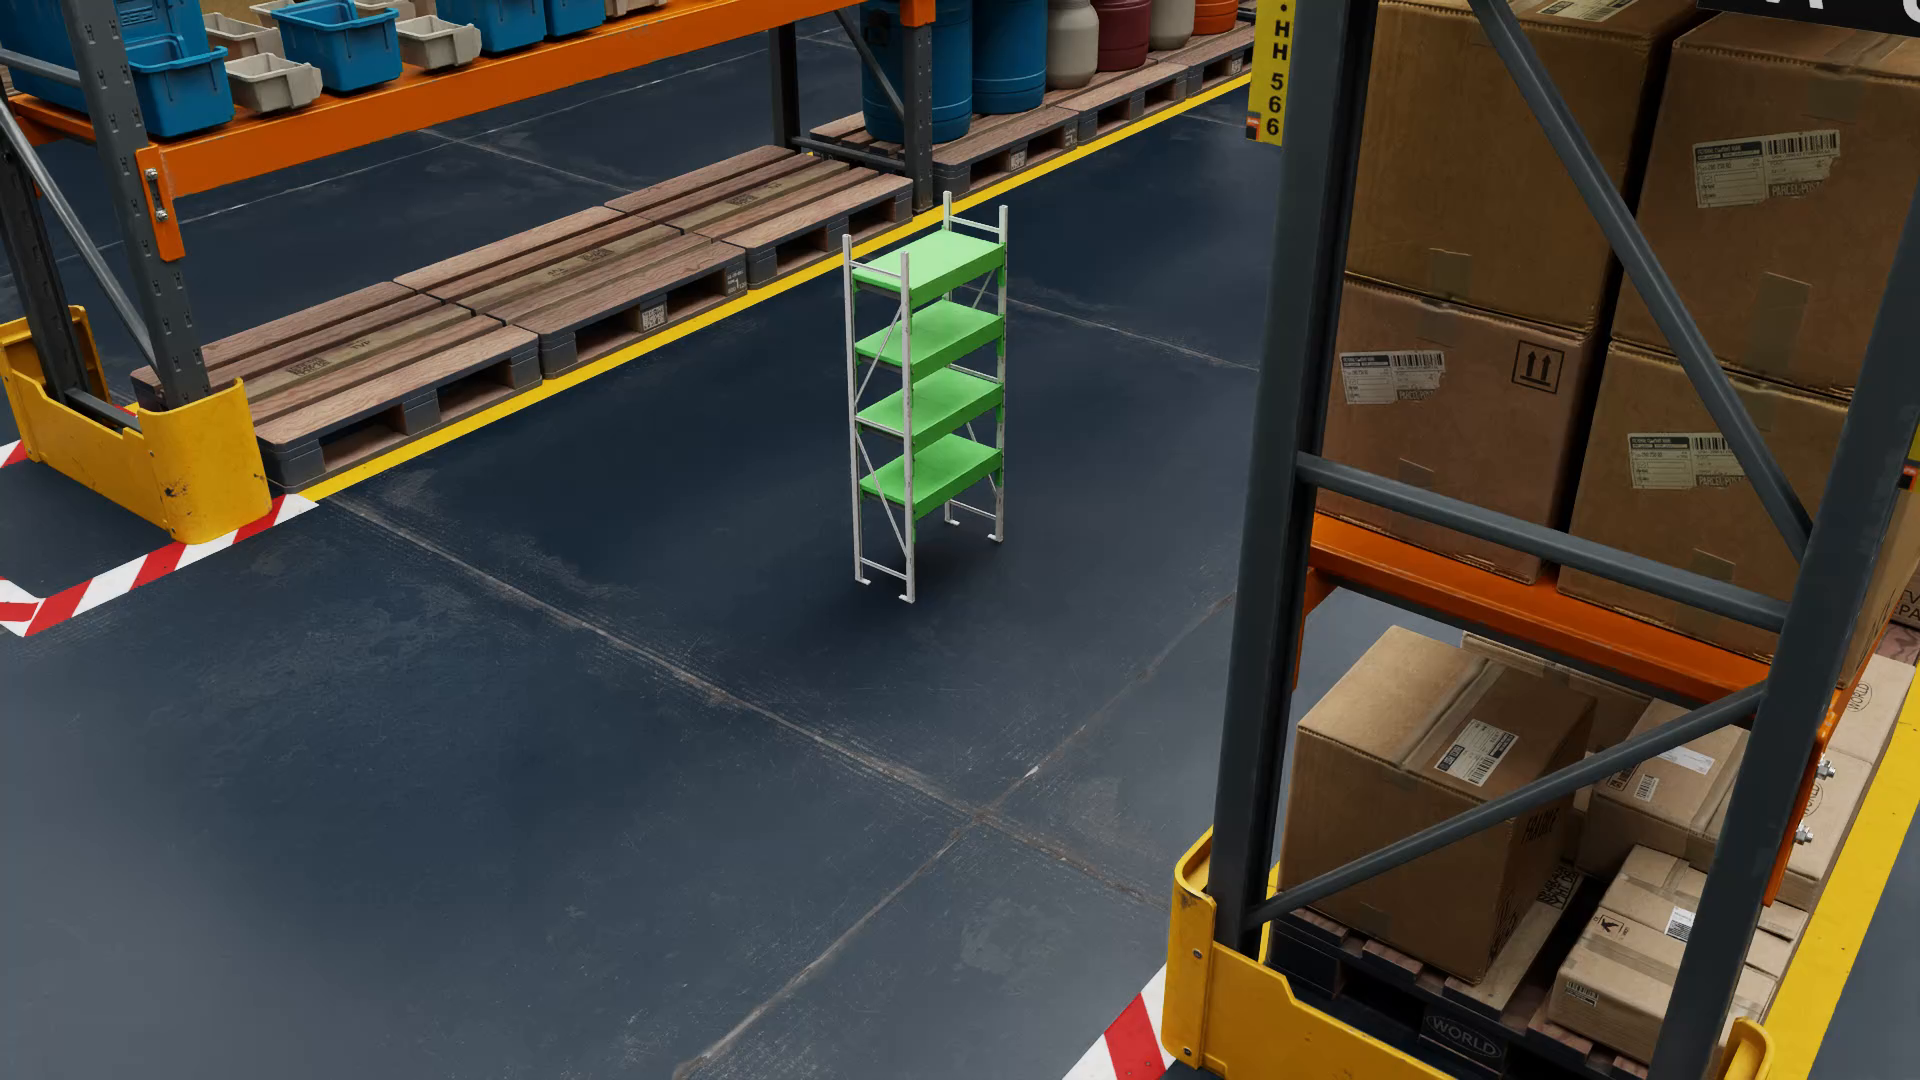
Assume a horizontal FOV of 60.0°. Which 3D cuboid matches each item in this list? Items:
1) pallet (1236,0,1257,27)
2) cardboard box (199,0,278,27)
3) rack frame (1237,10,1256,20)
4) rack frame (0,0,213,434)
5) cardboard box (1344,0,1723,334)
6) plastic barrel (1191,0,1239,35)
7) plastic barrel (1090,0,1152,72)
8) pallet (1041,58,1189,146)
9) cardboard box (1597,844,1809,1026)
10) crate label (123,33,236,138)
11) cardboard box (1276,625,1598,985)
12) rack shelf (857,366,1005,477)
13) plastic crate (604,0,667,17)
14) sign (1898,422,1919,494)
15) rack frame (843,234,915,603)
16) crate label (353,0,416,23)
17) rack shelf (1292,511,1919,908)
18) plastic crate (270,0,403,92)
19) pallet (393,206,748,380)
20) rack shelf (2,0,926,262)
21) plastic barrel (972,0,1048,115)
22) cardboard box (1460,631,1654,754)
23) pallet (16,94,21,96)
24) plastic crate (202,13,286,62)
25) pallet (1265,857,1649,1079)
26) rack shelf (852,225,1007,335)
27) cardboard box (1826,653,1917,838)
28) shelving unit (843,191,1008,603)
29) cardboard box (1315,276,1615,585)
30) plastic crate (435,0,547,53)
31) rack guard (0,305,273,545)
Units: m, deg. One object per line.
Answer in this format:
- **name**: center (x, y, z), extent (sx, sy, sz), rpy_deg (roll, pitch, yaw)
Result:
- **pallet**: center (2.339, -3.878, 12.086), extent (1.003, 0.211, 1.213), rpy_deg (21, 37, 31)
- **cardboard box**: center (-4.985, -3.696, 10.716), extent (0.875, 0.875, 0.875), rpy_deg (21, 37, 31)
- **rack frame**: center (1.840, -4.774, 10.864), extent (1.000, 3.000, 0.127), rpy_deg (21, 37, 31)
- **rack frame**: center (-2.989, -1.523, 5.377), extent (1.000, 3.000, 0.127), rpy_deg (21, 37, 31)
- **cardboard box**: center (1.007, -0.735, 2.970), extent (0.500, 0.500, 0.500), rpy_deg (21, 36, 31)
- **plastic barrel**: center (1.559, -3.817, 10.966), extent (0.600, 0.830, 0.708), rpy_deg (21, 37, 31)
- **plastic barrel**: center (0.877, -3.255, 10.253), extent (0.600, 0.588, 0.708), rpy_deg (21, 37, 31)
- **pallet**: center (0.661, -2.748, 10.180), extent (1.003, 0.211, 1.213), rpy_deg (21, 37, 31)
- **cardboard box**: center (1.636, 0.867, 3.693), extent (0.380, 0.166, 0.250), rpy_deg (21, 37, 31)
- **crate label**: center (-2.577, -1.476, 5.403), extent (0.416, 0.233, 0.303), rpy_deg (21, 37, 31)
- **cardboard box**: center (1.090, 0.592, 3.828), extent (0.500, 0.500, 0.500), rpy_deg (21, 37, 31)
- **rack shelf**: center (-0.100, -0.394, 5.363), extent (0.258, 0.148, 0.480), rpy_deg (21, 37, 31)
- **plastic crate**: center (-1.386, -2.261, 6.822), extent (0.293, 0.136, 0.466), rpy_deg (21, 37, 31)
- **sign**: center (1.391, -0.202, 2.300), extent (0.100, 0.325, 0.005), rpy_deg (21, 37, 31)
- **rack frame**: center (-0.247, -0.350, 5.163), extent (0.240, 1.200, 0.015), rpy_deg (21, 37, 31)
- **crate label**: center (-2.306, -2.056, 6.477), extent (0.396, 0.136, 0.243), rpy_deg (21, 37, 31)
- **rack shelf**: center (2.165, -0.500, 4.358), extent (1.077, 0.370, 4.000), rpy_deg (21, 37, 31)
- **plastic crate**: center (-2.180, -1.743, 5.855), extent (0.416, 0.233, 0.300), rpy_deg (21, 37, 31)
- **pallet**: center (-1.723, -1.140, 7.467), extent (1.003, 0.211, 1.213), rpy_deg (21, 37, 31)
- **rack shelf**: center (-1.782, -2.026, 6.932), extent (1.077, 0.370, 4.000), rpy_deg (21, 37, 31)
- **plastic barrel**: center (0.195, -2.930, 9.399), extent (0.600, 0.901, 0.708), rpy_deg (21, 37, 31)
- **cardboard box**: center (1.687, 0.323, 4.528), extent (0.500, 0.250, 0.500), rpy_deg (21, 37, 31)
- **pallet**: center (-5.780, -2.690, 10.082), extent (1.003, 0.211, 1.213), rpy_deg (21, 37, 31)
- **plastic crate**: center (-2.641, -1.822, 6.082), extent (0.396, 0.136, 0.243), rpy_deg (21, 37, 31)
- **pallet**: center (1.484, 0.848, 4.113), extent (1.003, 0.211, 1.213), rpy_deg (21, 37, 31)
- **rack shelf**: center (-0.100, -0.807, 5.118), extent (0.258, 0.148, 0.480), rpy_deg (21, 37, 31)
- **cardboard box**: center (2.116, 0.457, 4.303), extent (0.500, 0.250, 0.500), rpy_deg (21, 37, 31)
- **shelving unit**: center (-0.100, -0.449, 5.331), extent (0.258, 1.200, 0.503), rpy_deg (21, 37, 31)
- **cardboard box**: center (1.011, -0.306, 3.225), extent (0.500, 0.500, 0.500), rpy_deg (22, 37, 33)
- **plastic crate**: center (-1.783, -2.011, 6.306), extent (0.416, 0.233, 0.300), rpy_deg (21, 37, 31)
- **rack guard**: center (-2.993, -0.434, 5.991), extent (1.175, 0.500, 0.348), rpy_deg (21, 37, 31)
